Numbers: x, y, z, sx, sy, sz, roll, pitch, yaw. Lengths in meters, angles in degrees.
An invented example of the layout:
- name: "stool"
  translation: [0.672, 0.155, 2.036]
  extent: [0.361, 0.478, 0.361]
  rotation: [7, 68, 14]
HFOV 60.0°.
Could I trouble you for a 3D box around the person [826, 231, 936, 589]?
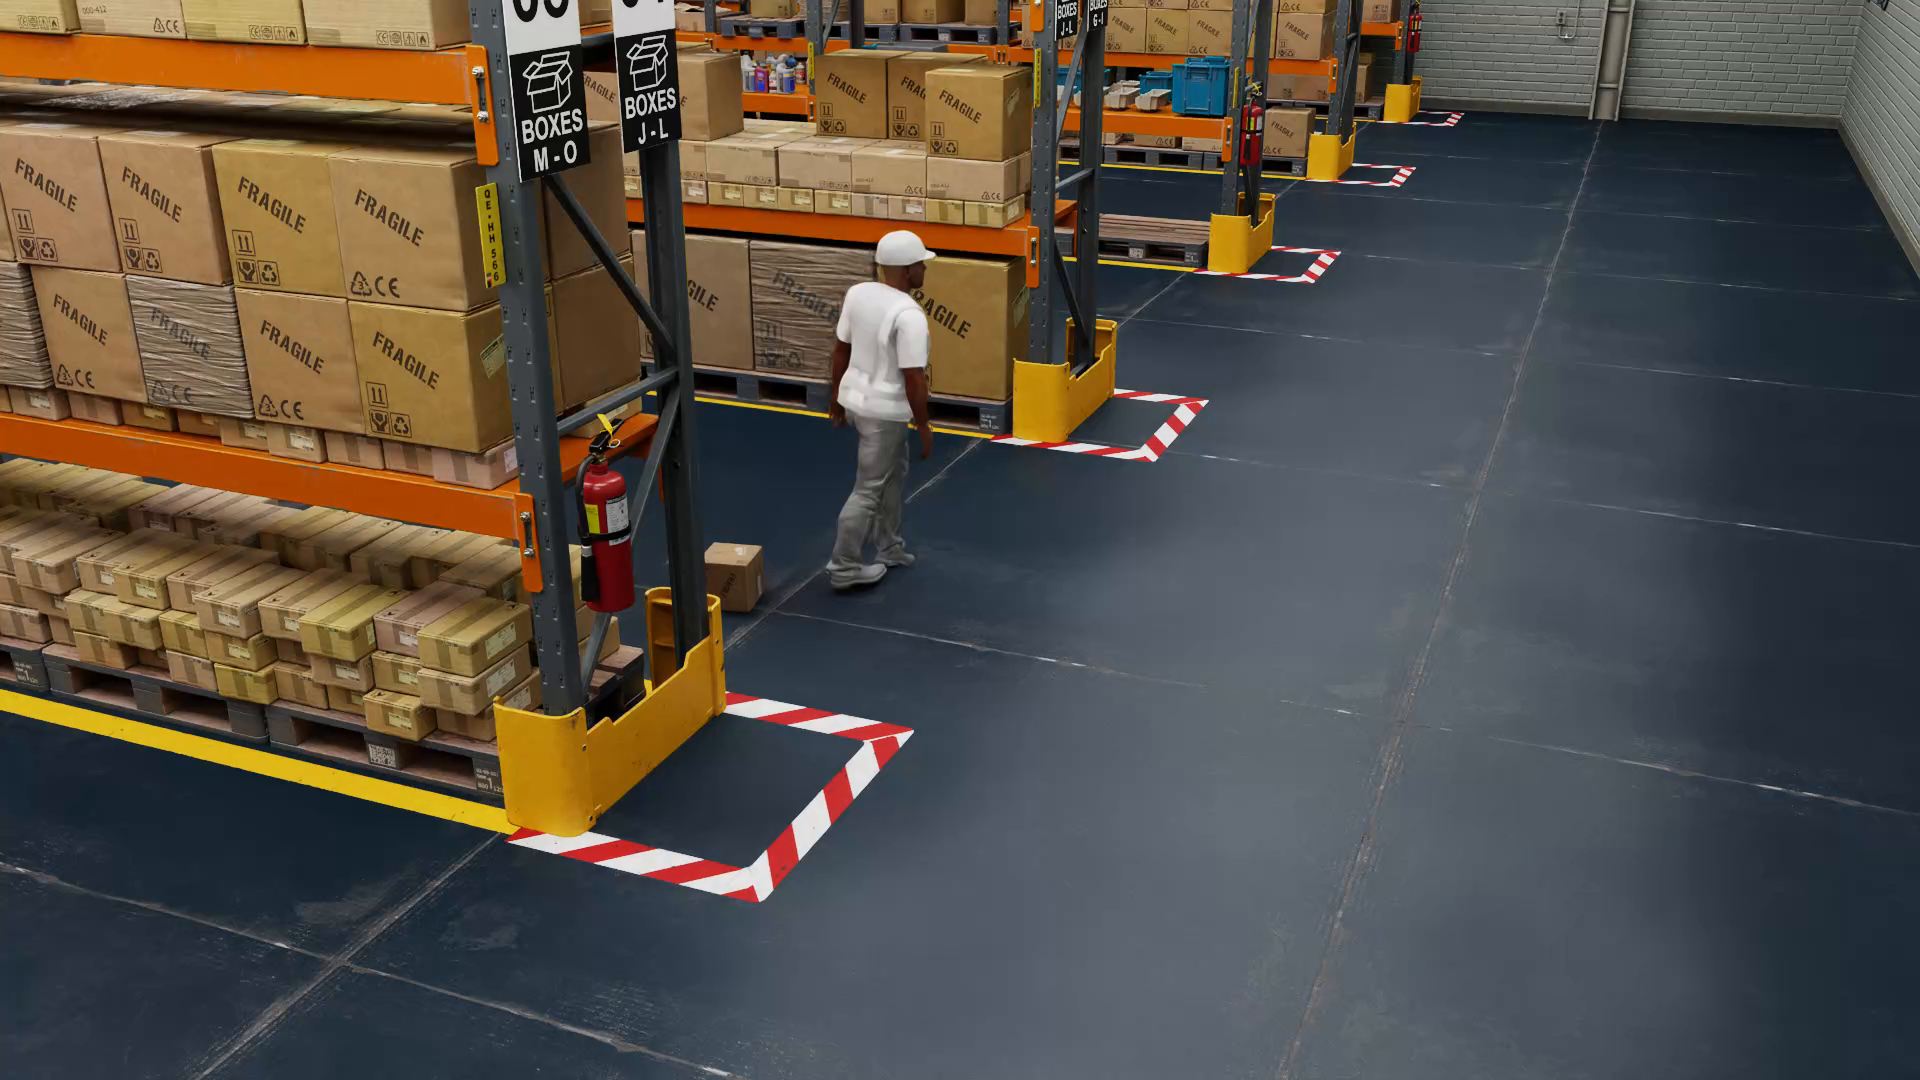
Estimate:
- name: "person"
  translation: [-0.396, -0.592, 8.059]
  extent: [0.612, 1.798, 0.629]
  rotation: [-13, 26, -29]
